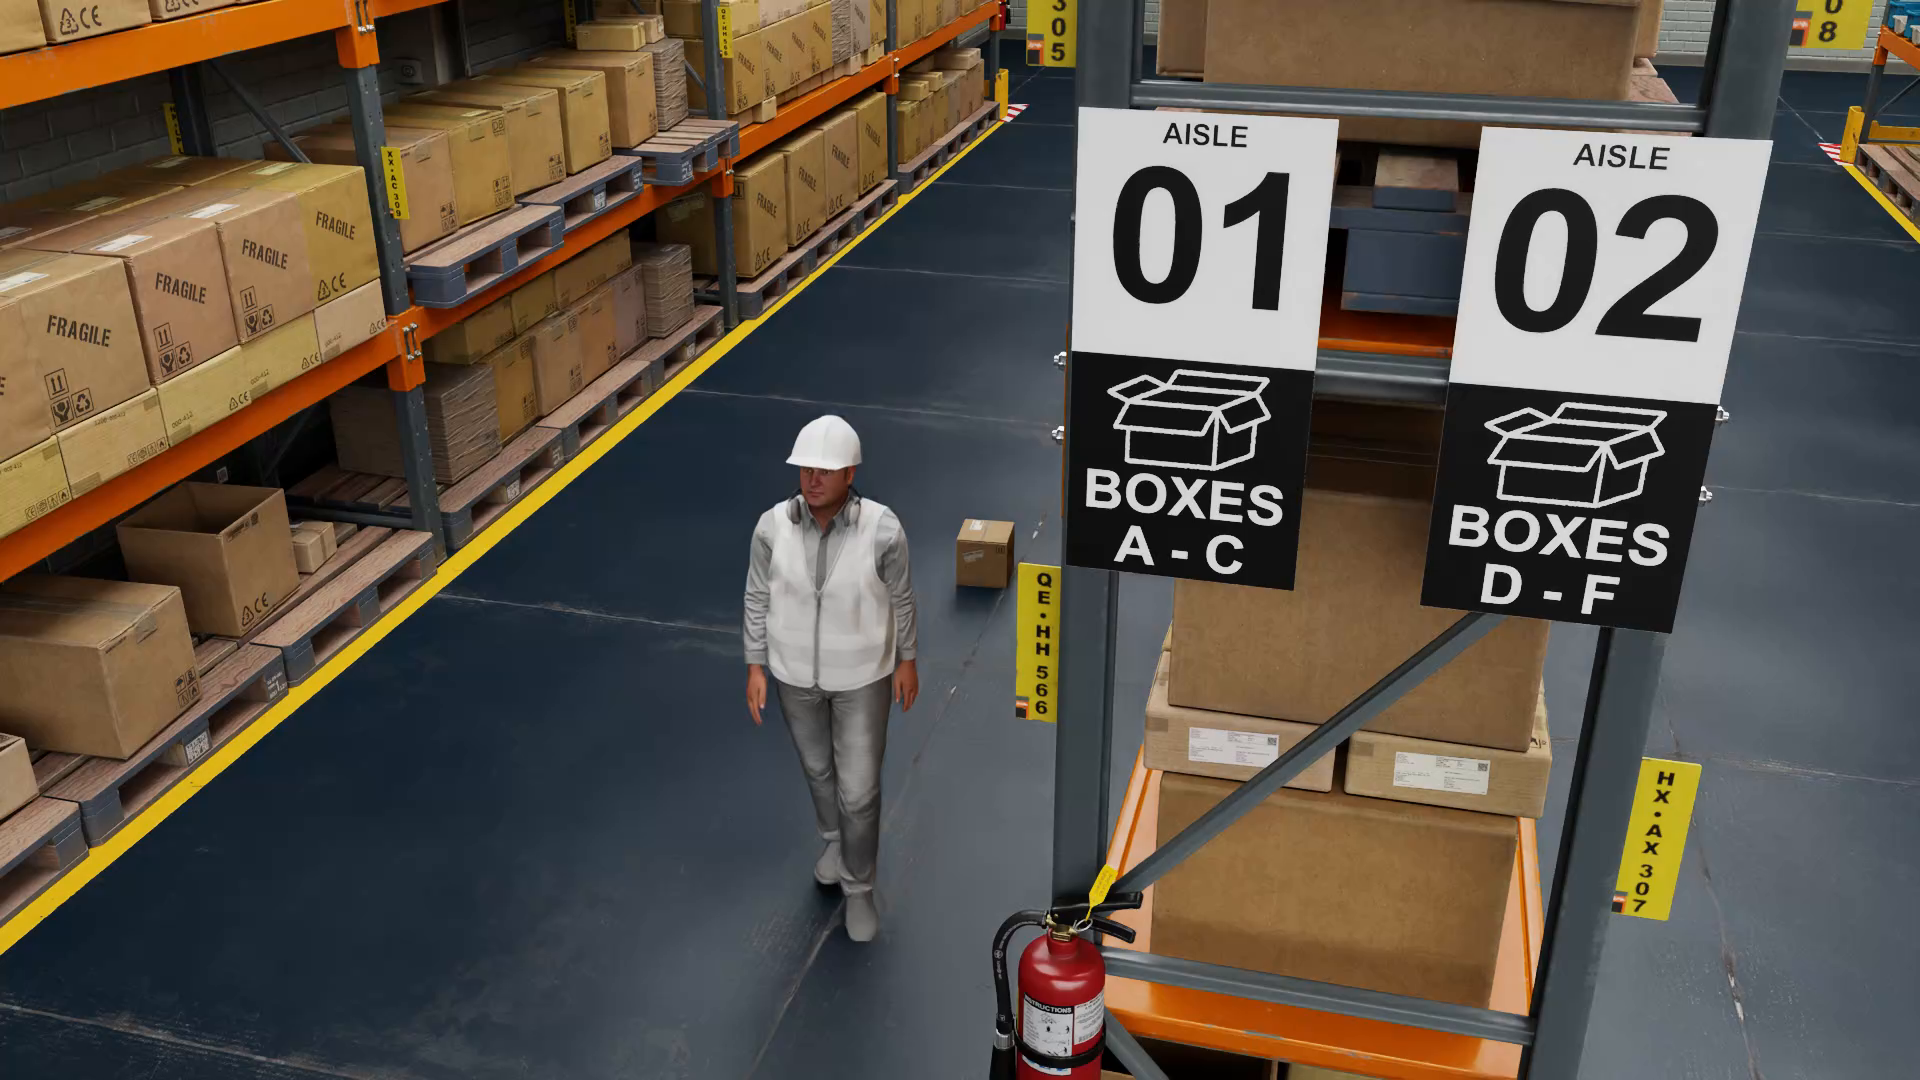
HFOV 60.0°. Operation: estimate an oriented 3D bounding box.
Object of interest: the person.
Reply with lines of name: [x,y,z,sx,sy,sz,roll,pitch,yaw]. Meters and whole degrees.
person: [-0.442,0.471,5.611,0.570,1.840,0.553,5,26,10]
